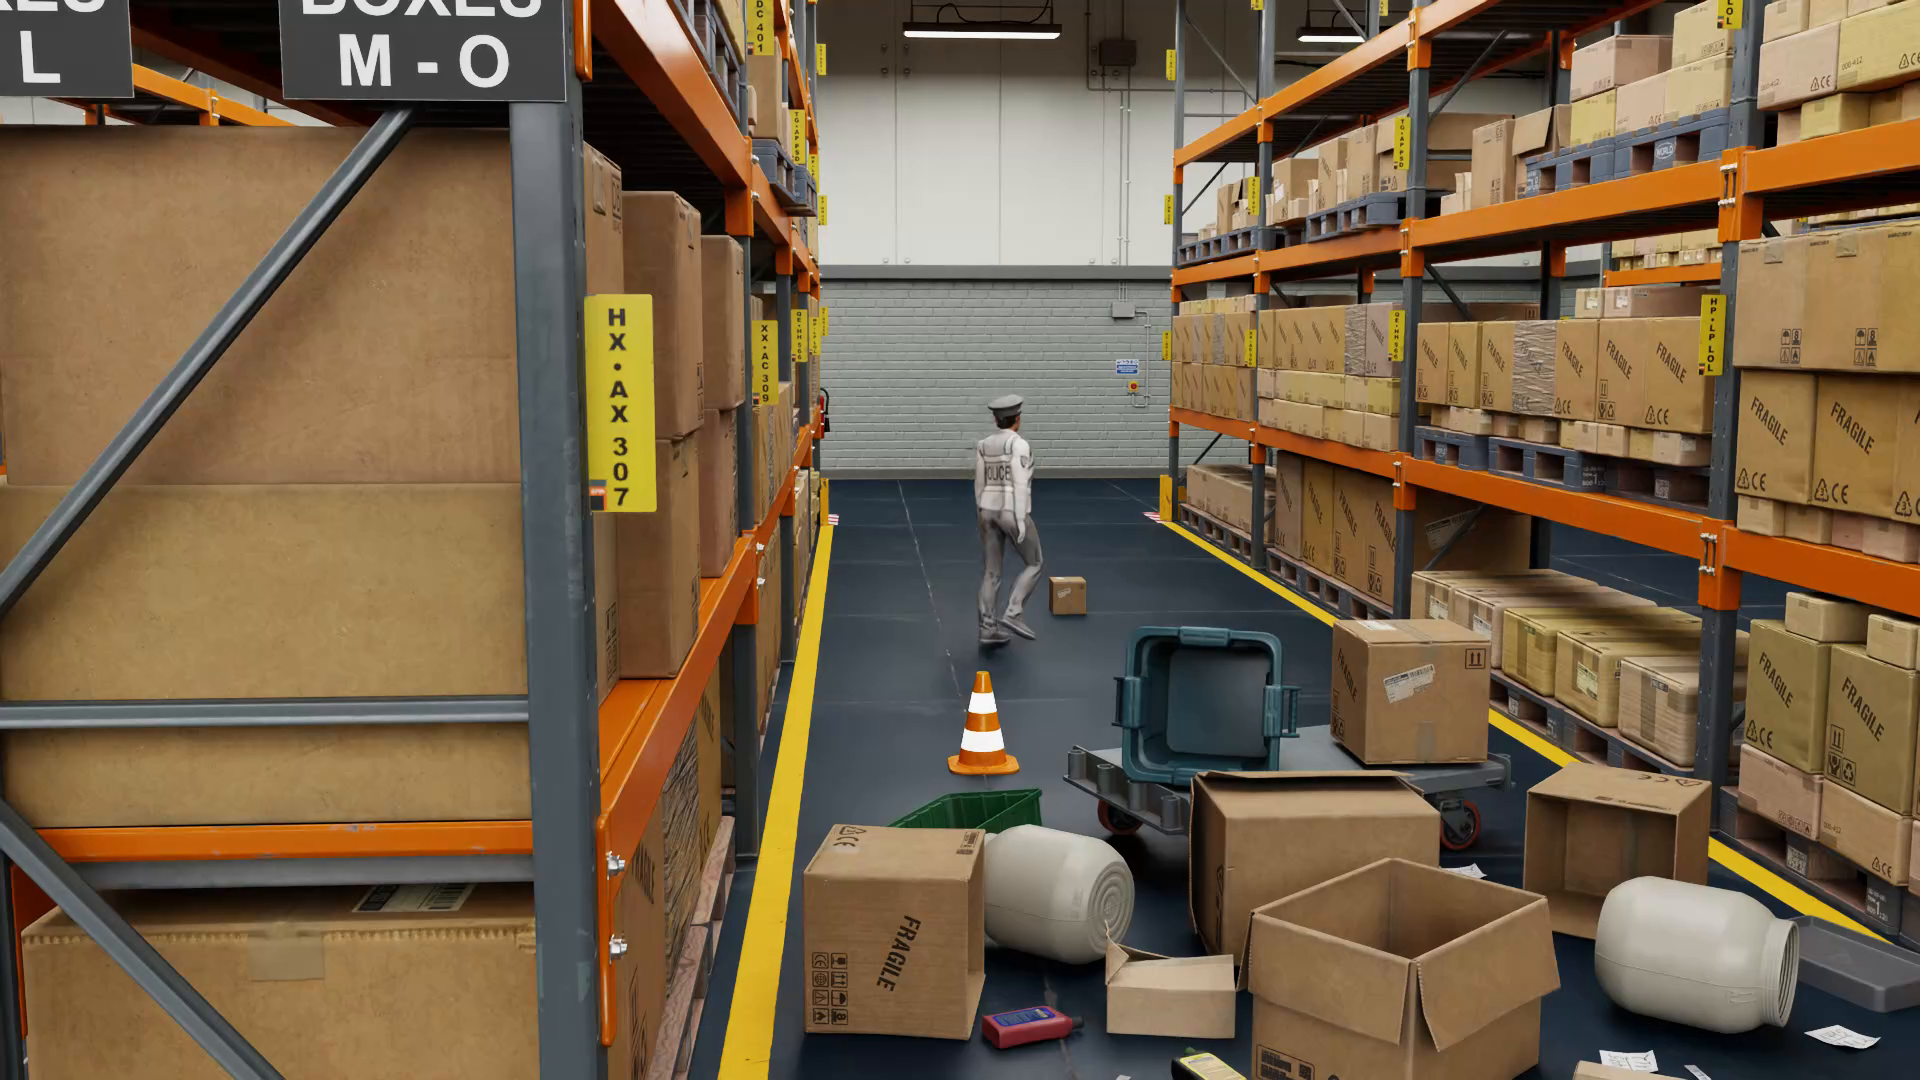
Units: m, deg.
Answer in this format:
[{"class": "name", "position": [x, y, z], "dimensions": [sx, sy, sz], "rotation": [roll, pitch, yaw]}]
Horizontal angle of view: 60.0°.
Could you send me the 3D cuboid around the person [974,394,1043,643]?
[{"class": "person", "position": [0.285, -0.142, 11.204], "dimensions": [0.509, 1.663, 0.483], "rotation": [6, 9, 39]}]
